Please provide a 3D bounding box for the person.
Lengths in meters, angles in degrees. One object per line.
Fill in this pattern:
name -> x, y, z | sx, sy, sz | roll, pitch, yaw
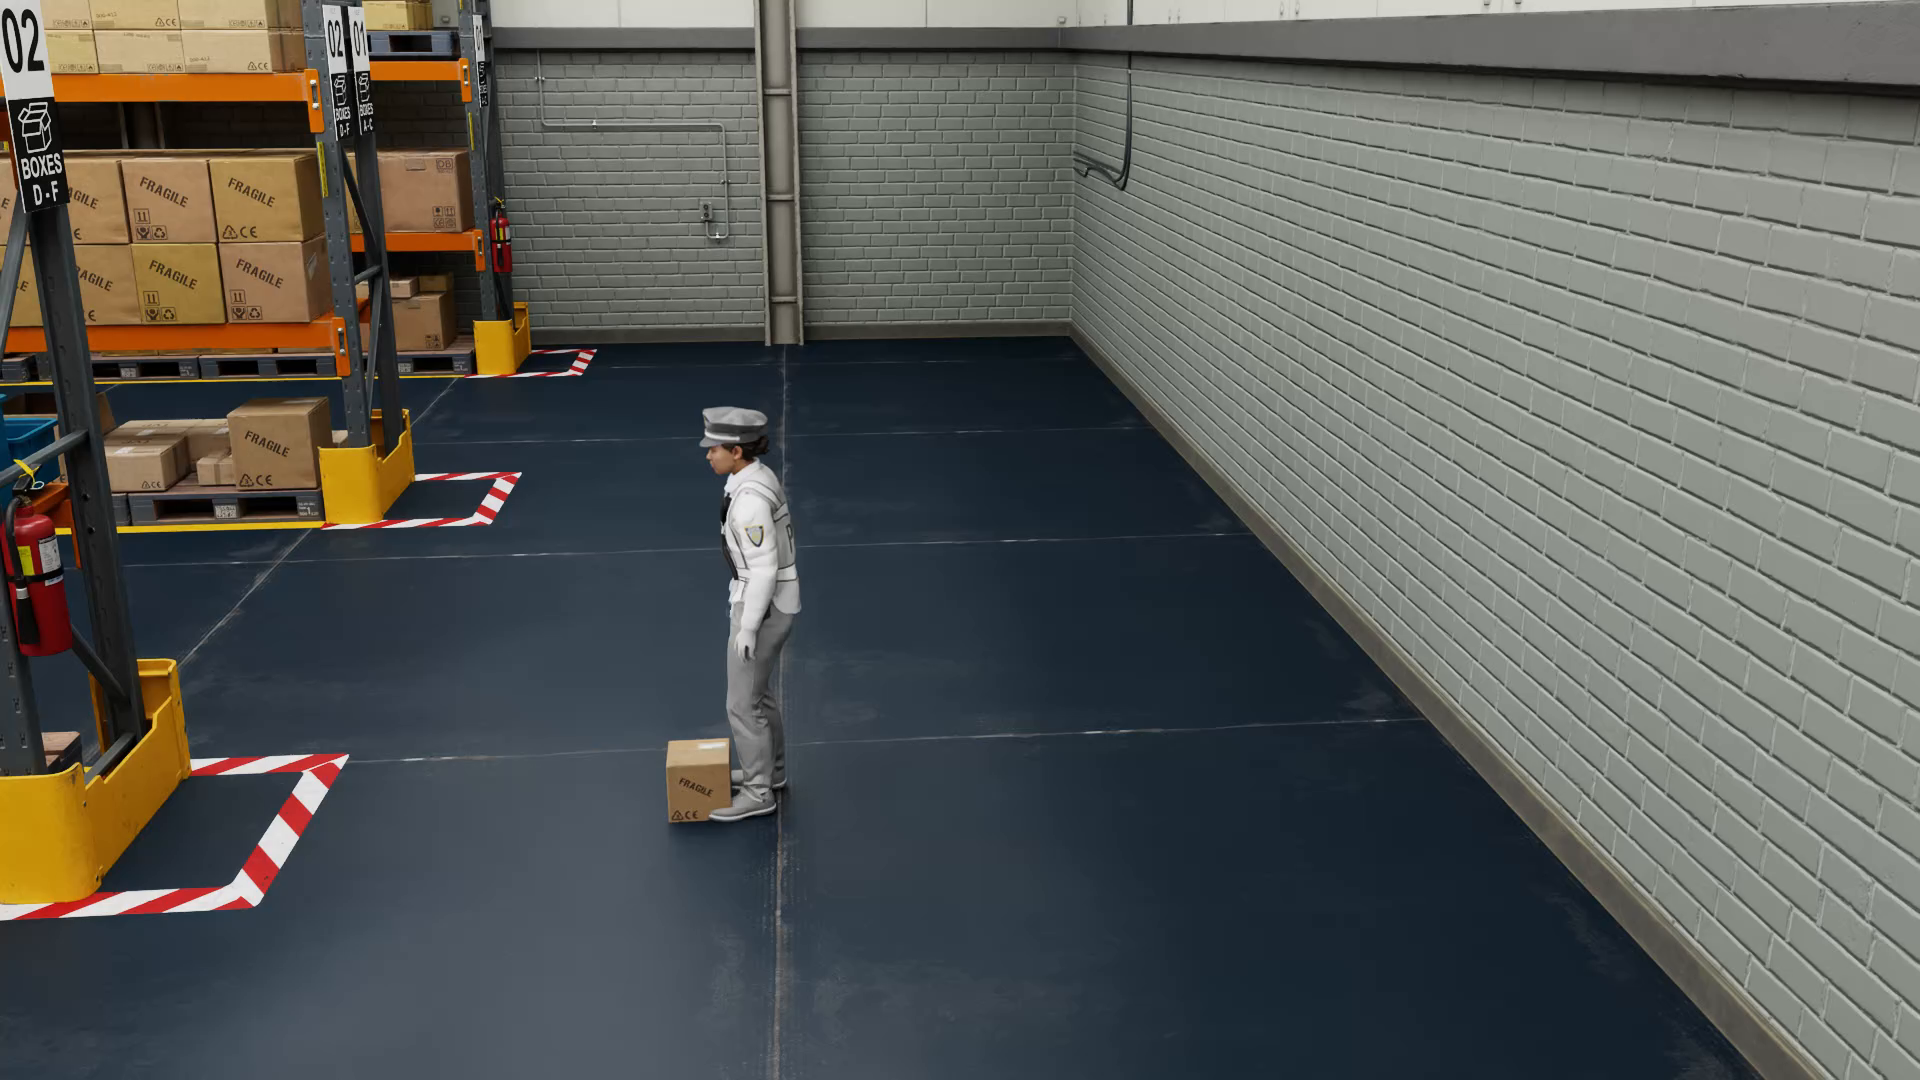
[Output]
person -> -0.836, 0.291, 6.579 | 0.413, 1.662, 0.518 | -2, 17, -8
